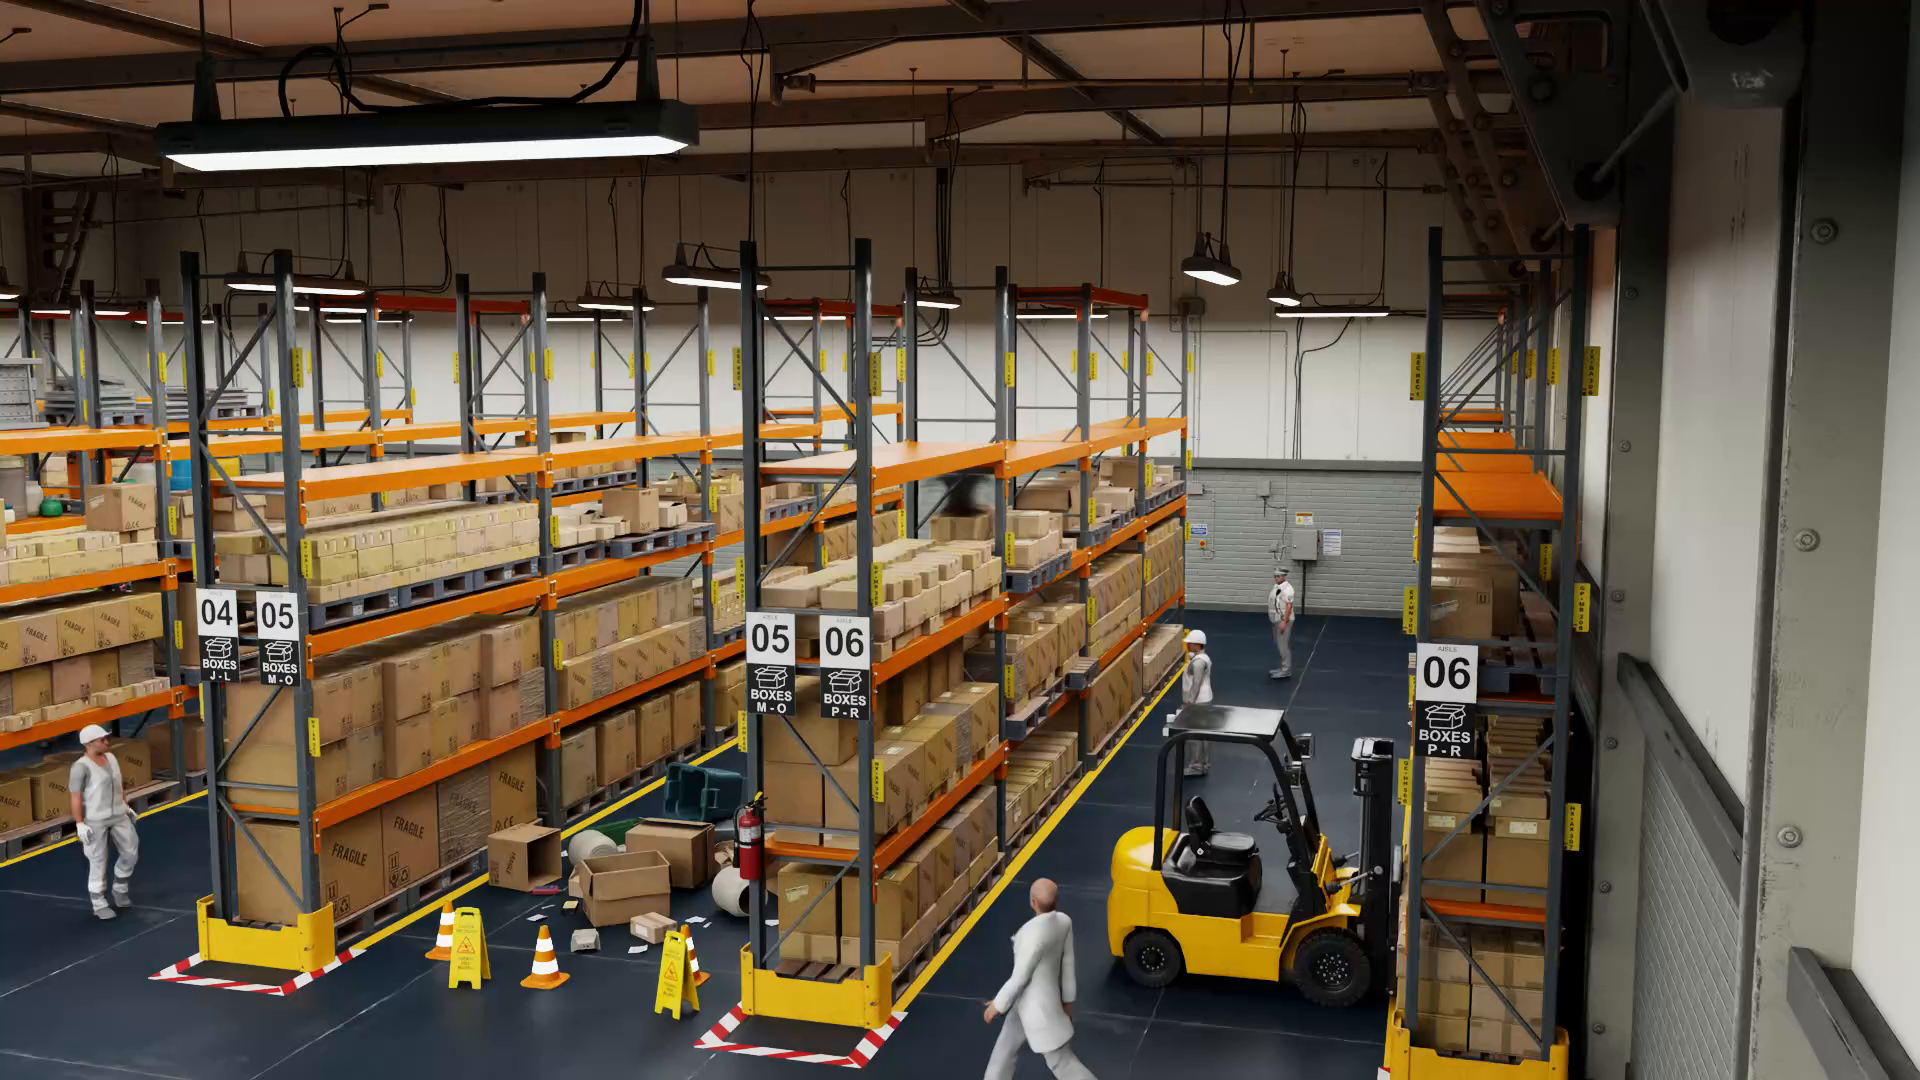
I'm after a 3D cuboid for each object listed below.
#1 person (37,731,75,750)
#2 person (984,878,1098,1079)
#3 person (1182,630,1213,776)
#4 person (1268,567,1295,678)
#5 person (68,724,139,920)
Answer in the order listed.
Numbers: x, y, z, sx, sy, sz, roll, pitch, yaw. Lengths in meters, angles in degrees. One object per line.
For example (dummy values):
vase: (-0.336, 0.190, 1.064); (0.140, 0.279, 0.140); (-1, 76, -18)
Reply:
person: (-11.996, 1.874, 21.895); (0.485, 1.676, 0.997); (1, 6, 8)
person: (0.503, 3.075, 11.009); (1.144, 1.730, 0.533); (0, 6, -4)
person: (2.910, 1.991, 20.452); (0.386, 1.778, 0.552); (2, 7, 19)
person: (5.139, 1.306, 26.632); (0.403, 1.764, 0.559); (-1, 6, -5)
person: (-7.906, 2.574, 15.339); (0.479, 1.791, 0.605); (4, 8, 32)
